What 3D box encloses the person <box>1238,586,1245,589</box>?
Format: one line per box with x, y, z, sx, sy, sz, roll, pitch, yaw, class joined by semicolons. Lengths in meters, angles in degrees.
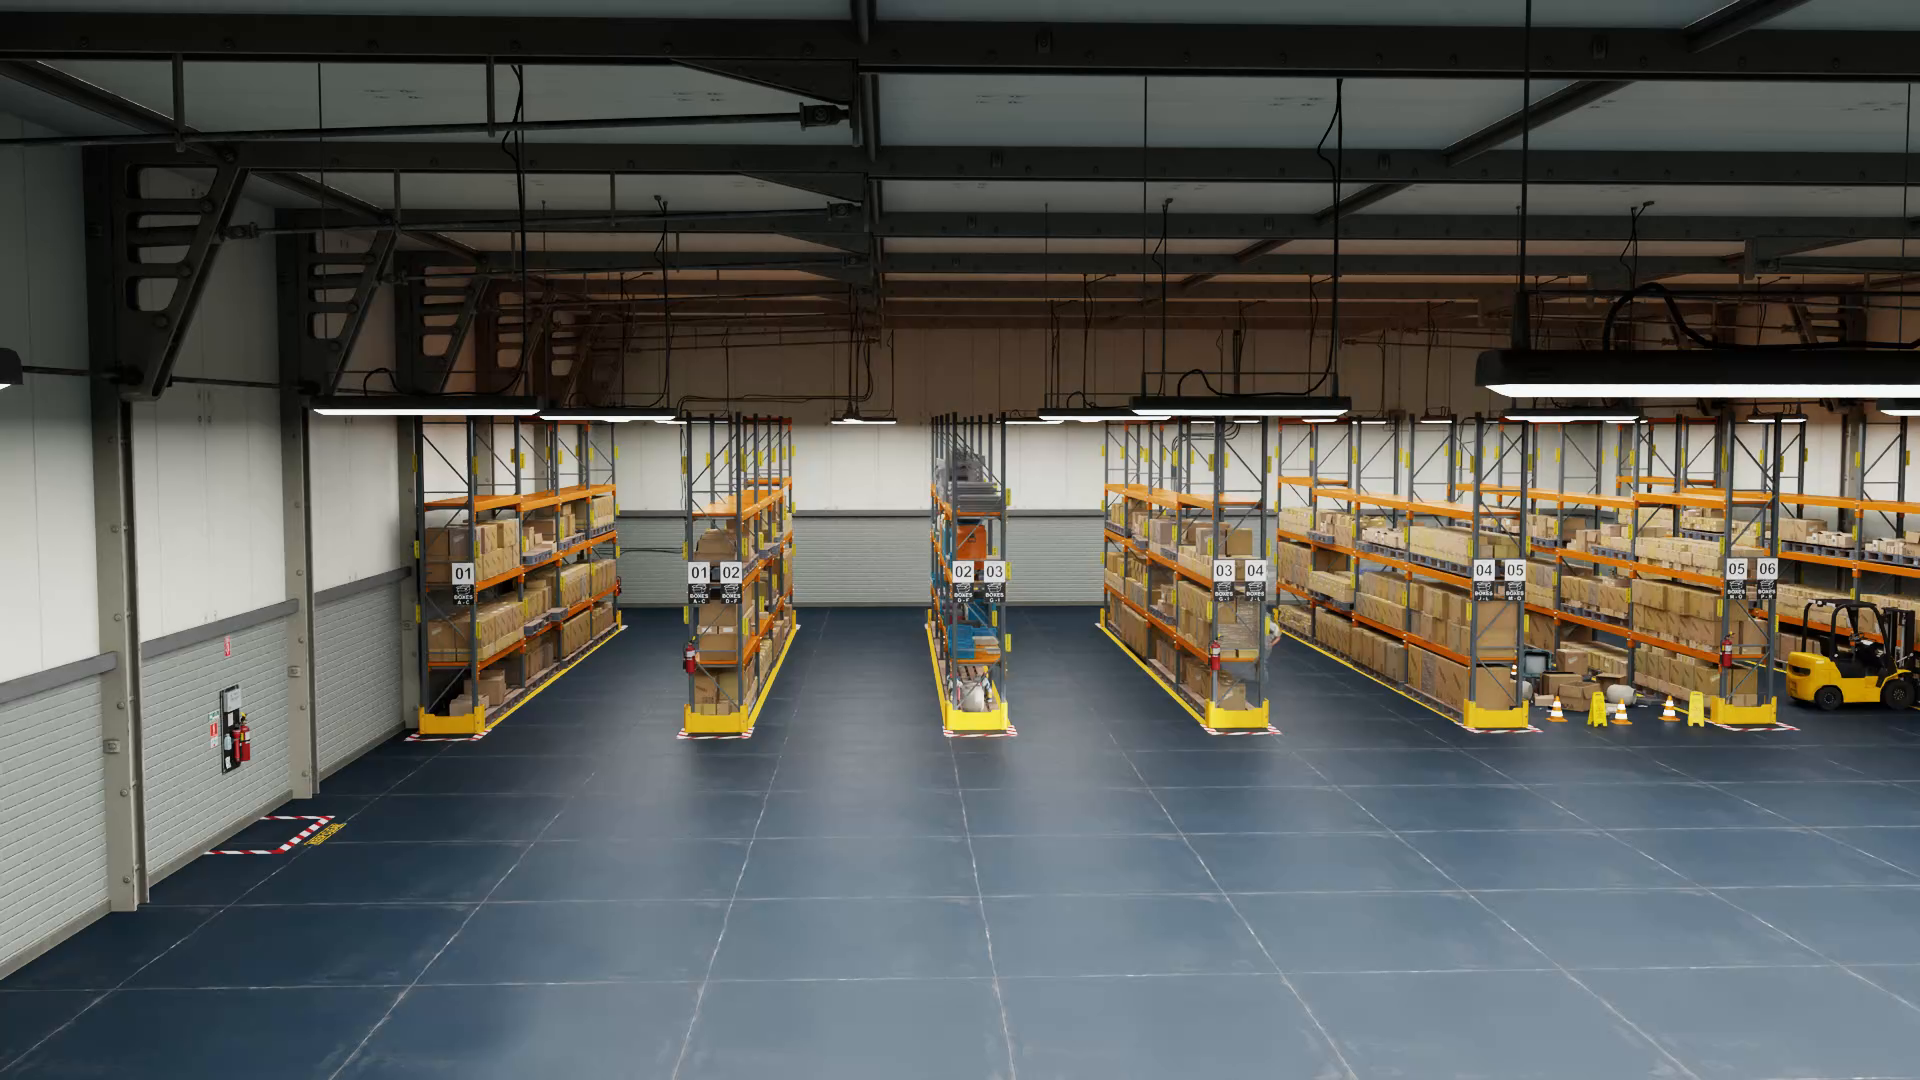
8.071;1.588;47.914;0.689;1.744;0.913;3;5;39;person

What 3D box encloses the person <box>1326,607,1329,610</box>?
11.353;1.456;50.290;0.901;1.674;0.567;-3;5;-33;person

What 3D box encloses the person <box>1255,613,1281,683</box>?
6.817;2.379;37.228;0.657;1.565;1.111;0;4;2;person
